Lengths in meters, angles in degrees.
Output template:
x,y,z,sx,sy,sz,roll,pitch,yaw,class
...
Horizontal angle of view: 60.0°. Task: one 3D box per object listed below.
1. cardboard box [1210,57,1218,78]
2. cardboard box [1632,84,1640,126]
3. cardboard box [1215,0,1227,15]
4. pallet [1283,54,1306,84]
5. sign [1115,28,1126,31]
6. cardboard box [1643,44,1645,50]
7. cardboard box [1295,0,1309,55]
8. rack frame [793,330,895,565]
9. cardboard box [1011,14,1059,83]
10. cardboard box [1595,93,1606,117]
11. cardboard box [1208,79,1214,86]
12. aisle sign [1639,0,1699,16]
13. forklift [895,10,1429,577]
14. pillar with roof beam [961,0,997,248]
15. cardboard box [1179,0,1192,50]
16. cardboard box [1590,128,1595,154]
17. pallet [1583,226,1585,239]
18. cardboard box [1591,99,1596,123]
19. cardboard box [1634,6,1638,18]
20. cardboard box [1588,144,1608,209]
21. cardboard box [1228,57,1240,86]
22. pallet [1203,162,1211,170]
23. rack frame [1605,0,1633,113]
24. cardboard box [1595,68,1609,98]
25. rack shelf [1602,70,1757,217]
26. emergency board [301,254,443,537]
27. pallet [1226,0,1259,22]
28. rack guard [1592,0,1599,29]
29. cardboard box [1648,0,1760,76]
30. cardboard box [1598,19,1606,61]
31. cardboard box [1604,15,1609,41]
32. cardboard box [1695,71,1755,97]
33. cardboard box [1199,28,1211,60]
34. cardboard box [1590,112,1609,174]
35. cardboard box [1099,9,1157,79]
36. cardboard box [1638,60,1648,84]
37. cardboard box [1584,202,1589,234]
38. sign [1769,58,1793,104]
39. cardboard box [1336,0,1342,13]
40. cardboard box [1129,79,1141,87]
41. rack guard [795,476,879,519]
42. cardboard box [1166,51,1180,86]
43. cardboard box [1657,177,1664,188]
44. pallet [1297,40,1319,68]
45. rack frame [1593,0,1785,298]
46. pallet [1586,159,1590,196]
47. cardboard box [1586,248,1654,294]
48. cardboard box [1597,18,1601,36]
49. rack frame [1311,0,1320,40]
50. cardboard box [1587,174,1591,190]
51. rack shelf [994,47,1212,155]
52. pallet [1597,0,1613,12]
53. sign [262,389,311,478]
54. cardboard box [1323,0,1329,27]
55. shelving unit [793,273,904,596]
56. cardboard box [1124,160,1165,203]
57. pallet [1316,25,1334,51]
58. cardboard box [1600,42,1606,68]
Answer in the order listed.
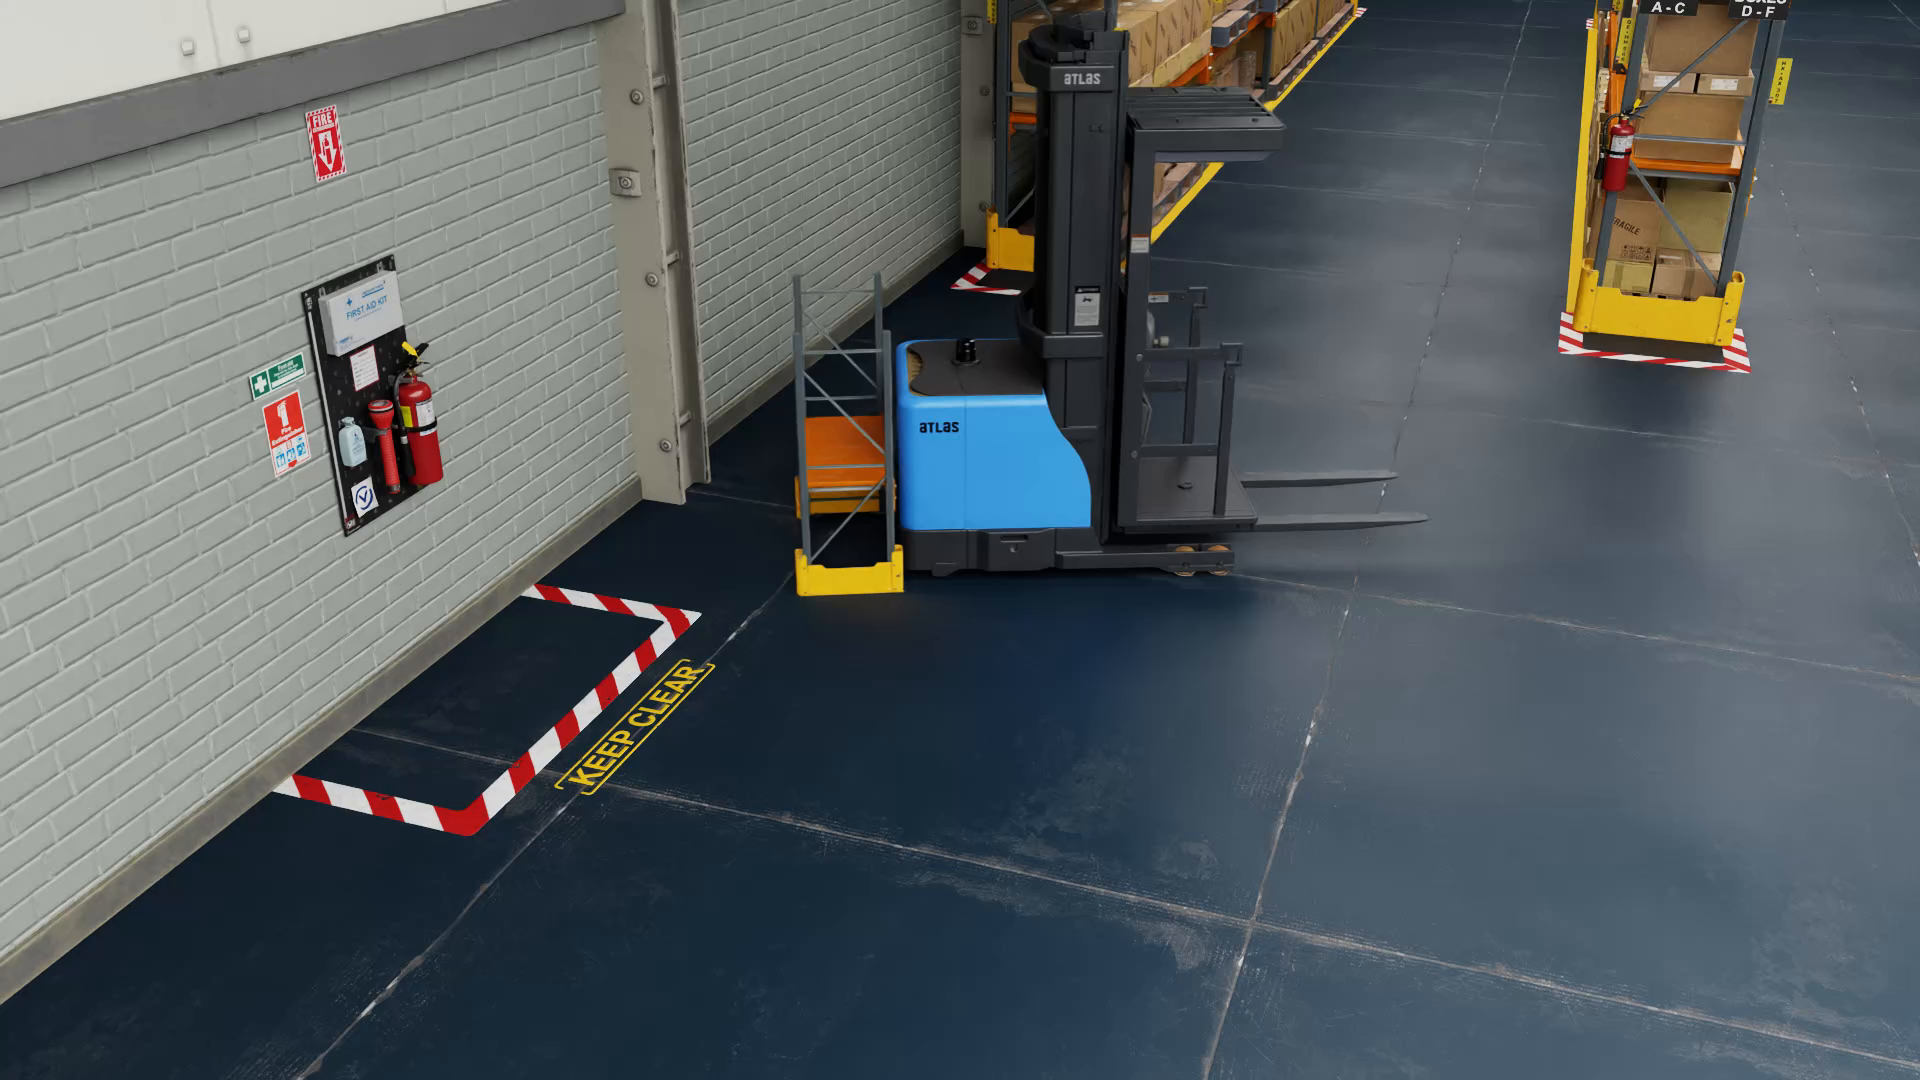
x,y,z,sx,sy,sz,roll,pitch,yaw,class
2.668,-5.477,19.123,0.500,0.250,0.500,8,27,16,cardboard box
5.976,-3.660,13.753,0.700,0.500,0.500,9,27,18,cardboard box
2.521,-6.042,18.167,0.700,0.500,0.500,12,28,23,cardboard box
4.198,-6.567,23.072,1.003,0.211,1.213,9,27,17,pallet
1.307,-4.033,13.645,0.100,0.325,0.005,9,27,17,sign
5.759,-3.951,13.609,0.380,0.149,0.250,10,27,19,cardboard box
4.402,-7.223,23.212,0.750,0.750,0.750,10,27,19,cardboard box
-0.604,-0.387,8.828,0.500,1.500,0.032,-2,26,-5,rack frame
0.752,-4.226,14.324,0.500,0.500,0.500,8,27,17,cardboard box
7.169,-4.686,18.017,0.500,0.311,0.500,8,27,17,cardboard box
2.480,-4.963,18.923,0.700,0.500,0.500,8,27,16,cardboard box
5.169,-4.191,11.981,0.394,0.787,0.004,9,27,17,aisle sign
1.146,-1.345,9.164,3.031,2.935,1.130,-1,26,-3,forklift
4.272,-6.211,12.252,9.100,9.000,0.400,9,27,17,pillar with roof beam
1.922,-4.995,15.912,0.500,0.500,0.500,8,27,16,cardboard box
7.003,-4.231,17.720,0.500,0.250,0.500,9,27,19,cardboard box
6.495,-3.073,15.855,1.003,0.211,1.213,9,27,17,pallet
7.512,-4.865,19.029,0.500,0.250,0.500,8,27,16,cardboard box
6.527,-4.904,15.577,0.380,0.149,0.250,9,27,17,cardboard box
5.852,-3.176,14.681,0.500,0.500,0.500,9,27,17,cardboard box
2.986,-5.584,20.205,0.700,0.500,0.500,9,27,17,cardboard box
2.384,-4.431,18.660,1.003,0.211,1.213,9,27,17,pallet
6.799,-4.649,15.910,1.000,3.000,0.127,9,27,17,rack frame
7.679,-5.324,19.334,0.500,0.311,0.500,10,27,19,cardboard box
6.133,-3.503,14.369,1.077,0.370,4.000,9,27,17,rack shelf
-2.643,-0.660,7.670,0.194,1.169,0.643,9,27,17,emergency board
2.837,-6.104,19.135,1.003,0.211,1.213,9,27,17,pallet
10.767,-8.424,26.575,1.175,0.500,0.348,9,27,17,rack guard
5.653,-3.846,12.648,0.700,0.500,0.500,9,27,18,cardboard box
9.070,-6.846,22.812,0.500,0.500,0.500,8,27,15,cardboard box
8.571,-6.567,21.373,0.500,0.250,0.500,8,27,16,cardboard box
5.801,-3.472,12.621,0.380,0.149,0.250,9,27,17,cardboard box
2.254,-5.069,16.926,0.500,0.250,0.500,9,27,18,cardboard box
6.349,-3.793,15.955,0.500,0.500,0.500,9,27,17,cardboard box
1.411,-4.356,14.592,0.500,0.500,0.500,9,27,18,cardboard box
5.501,-3.635,12.956,0.380,0.149,0.250,9,27,19,cardboard box
5.855,-2.838,14.843,0.500,0.250,0.500,9,27,17,cardboard box
5.989,-3.348,12.138,0.100,0.325,0.005,9,27,17,sign
5.814,-8.854,26.980,0.700,0.500,0.500,9,27,17,cardboard box
1.257,-3.818,14.343,0.500,0.250,0.500,8,27,16,cardboard box
-0.695,-0.265,10.011,0.587,0.250,0.087,-2,26,-5,rack guard
1.762,-4.450,15.647,0.500,0.250,0.500,9,27,18,cardboard box
6.175,-2.896,14.101,0.500,0.500,0.500,9,27,17,cardboard box
4.603,-7.071,24.111,1.003,0.211,1.213,9,27,17,pallet
5.468,-3.005,12.515,1.000,3.000,0.127,9,27,17,rack frame
7.007,-3.703,17.155,1.003,0.211,1.213,9,27,17,pallet
5.368,-2.220,13.567,0.500,0.250,0.500,9,27,17,cardboard box
9.633,-7.508,24.395,0.500,0.311,0.500,9,27,17,cardboard box
4.788,-8.654,24.181,1.000,3.000,0.127,9,27,17,rack frame
6.359,-3.454,16.115,0.500,0.250,0.500,9,27,17,cardboard box
1.461,-4.220,15.850,1.077,0.370,4.000,9,27,17,rack shelf
8.289,-6.495,19.943,1.213,0.211,1.003,9,27,17,pallet
-2.924,-0.463,7.224,0.001,0.329,0.234,9,27,17,sign
5.304,-8.216,25.663,0.700,0.500,0.500,8,27,17,cardboard box
-0.651,-0.612,9.292,0.587,1.500,1.083,-2,26,-5,shelving unit
1.591,-3.595,16.096,0.700,0.500,0.500,7,27,14,cardboard box
5.115,-7.700,25.410,1.003,0.211,1.213,9,27,17,pallet
8.392,-5.997,21.057,0.500,0.500,0.500,8,27,16,cardboard box
